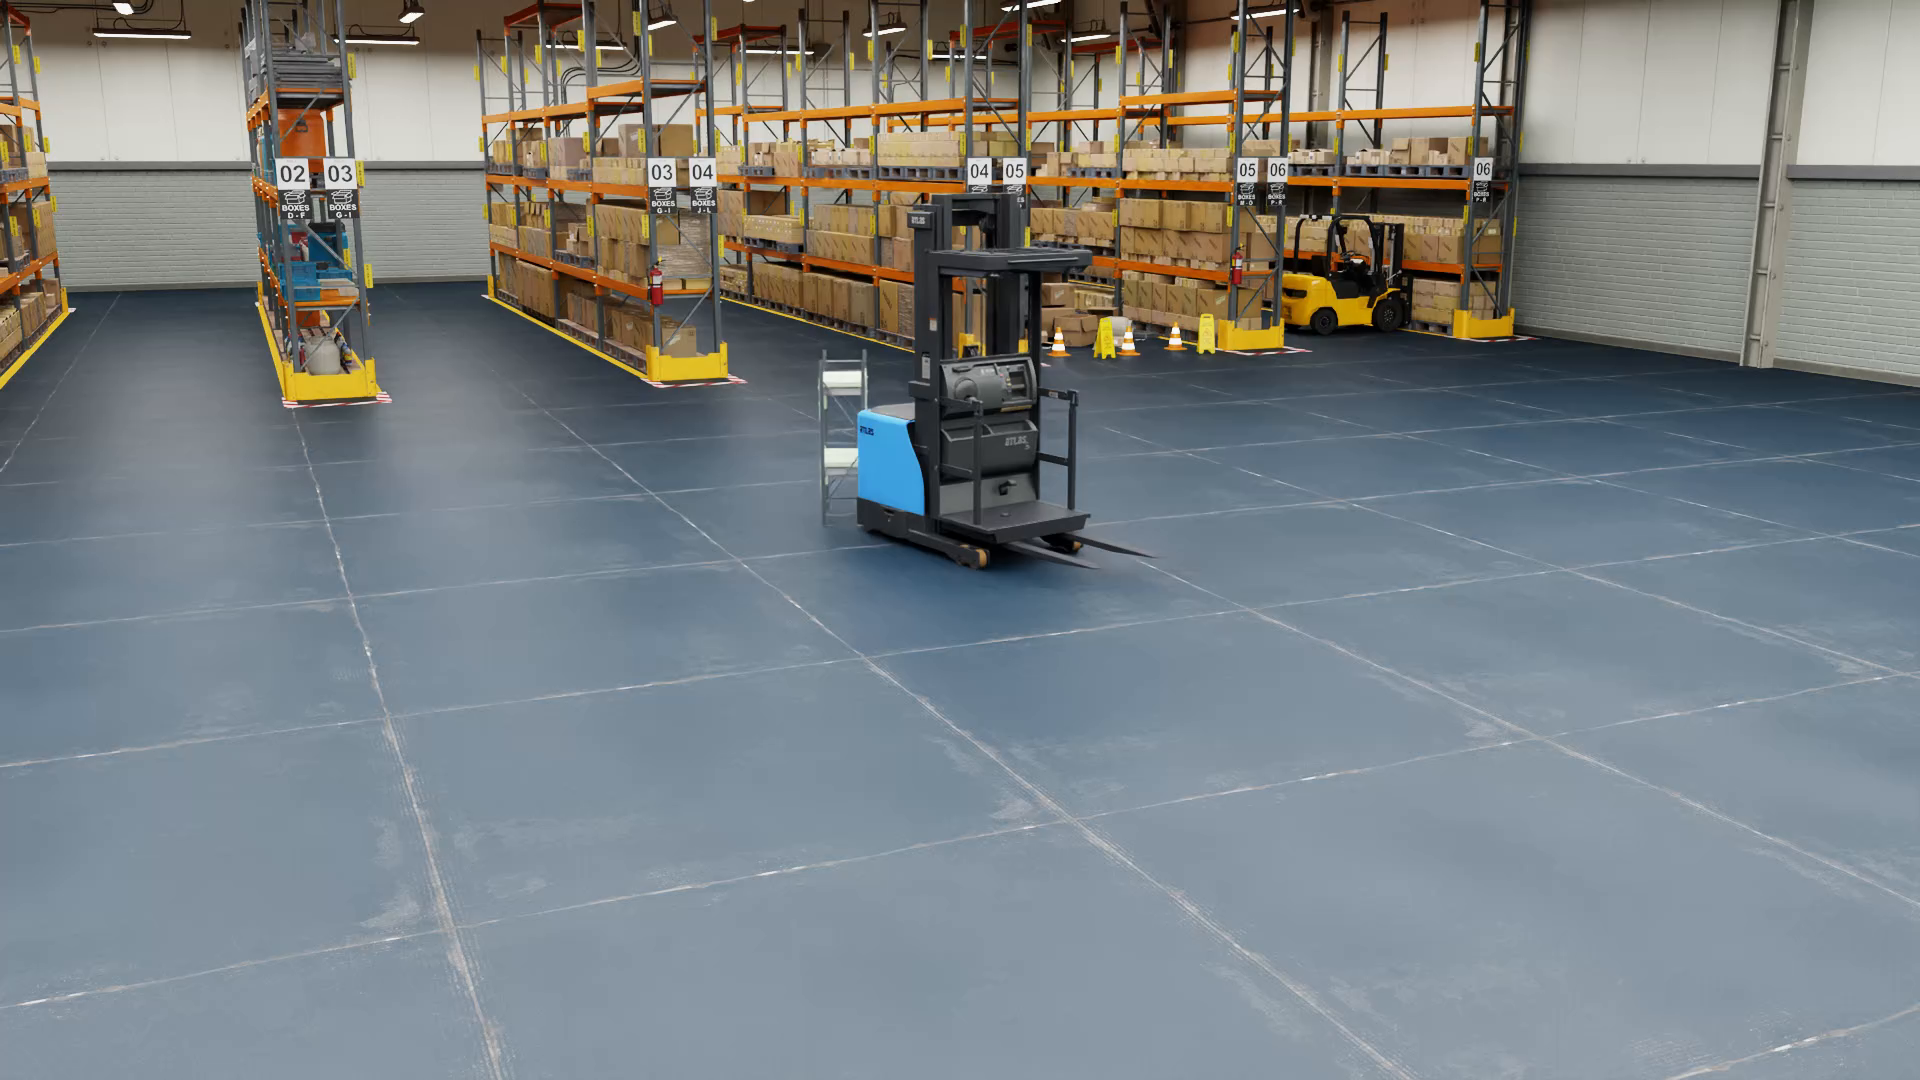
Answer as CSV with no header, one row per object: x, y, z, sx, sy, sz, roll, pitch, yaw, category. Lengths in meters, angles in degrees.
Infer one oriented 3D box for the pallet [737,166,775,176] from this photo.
-4.106,-8.005,36.067,1.213,0.211,1.003,-6,14,-23,pallet

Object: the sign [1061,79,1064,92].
2.687,-11.883,43.508,0.100,0.325,0.005,-6,14,-23,sign

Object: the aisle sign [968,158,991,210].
0.305,-5.517,25.792,0.394,0.787,0.004,-6,14,-23,aisle sign

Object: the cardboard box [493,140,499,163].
-10.070,-8.705,37.302,0.700,0.500,0.500,-6,14,-25,cardboard box

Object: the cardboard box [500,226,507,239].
-9.872,-6.801,36.777,0.500,0.250,0.500,-6,14,-24,cardboard box

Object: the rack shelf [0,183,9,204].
-15.515,-5.322,25.656,1.077,0.370,4.000,-6,14,-23,rack shelf

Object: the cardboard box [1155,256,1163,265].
3.780,-5.106,30.334,0.380,0.149,0.250,-6,14,-23,cardboard box

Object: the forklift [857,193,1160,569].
0.373,-1.316,13.554,1.130,2.935,3.031,-10,16,-36,forklift

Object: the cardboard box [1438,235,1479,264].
9.155,-5.336,30.553,0.500,0.500,0.500,-6,14,-24,cardboard box

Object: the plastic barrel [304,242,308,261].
-10.650,-4.680,27.636,0.433,0.535,0.433,0,13,0,plastic barrel

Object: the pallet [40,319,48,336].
-17.558,-3.928,30.872,1.003,0.211,1.213,-6,14,-23,pallet

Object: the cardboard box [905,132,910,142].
-0.705,-6.731,27.784,0.380,0.149,0.250,-6,14,-23,cardboard box

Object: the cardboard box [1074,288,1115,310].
2.661,-4.911,33.834,0.950,0.372,0.625,-5,14,-21,cardboard box

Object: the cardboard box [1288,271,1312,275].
7.468,-5.352,35.176,0.875,0.625,0.625,-6,14,-24,cardboard box

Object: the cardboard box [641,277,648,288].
-4.584,-3.882,25.048,0.380,0.149,0.250,-6,14,-23,cardboard box

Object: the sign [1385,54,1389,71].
8.509,-9.536,33.193,0.100,0.325,0.005,-6,14,-23,sign

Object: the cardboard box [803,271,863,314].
-2.492,-4.920,33.034,1.050,0.750,0.750,-6,14,-24,cardboard box

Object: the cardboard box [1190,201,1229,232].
4.446,-5.633,28.955,0.700,0.500,0.500,-5,14,-22,cardboard box

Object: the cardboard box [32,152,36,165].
-18.277,-7.413,32.319,0.500,0.250,0.500,-6,14,-23,cardboard box

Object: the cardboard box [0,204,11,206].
-18.768,-6.277,32.401,0.500,0.500,0.500,-6,14,-23,cardboard box

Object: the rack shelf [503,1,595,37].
-8.039,-10.123,32.376,1.077,0.370,4.000,-6,14,-23,rack shelf

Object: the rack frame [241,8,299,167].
-13.379,-8.820,32.522,1.000,3.000,0.127,-6,14,-23,rack frame

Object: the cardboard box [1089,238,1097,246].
2.760,-5.857,32.649,0.380,0.149,0.250,-6,14,-24,cardboard box

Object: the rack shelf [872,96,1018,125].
-0.250,-7.083,27.500,1.077,0.370,4.000,-6,14,-23,rack shelf

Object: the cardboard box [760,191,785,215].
-4.213,-7.568,37.317,0.500,0.500,0.500,-5,14,-22,cardboard box

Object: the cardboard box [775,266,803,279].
-3.569,-5.625,34.971,0.500,0.250,0.500,-5,14,-22,cardboard box

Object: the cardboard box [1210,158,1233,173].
4.595,-6.375,28.284,0.500,0.250,0.500,-6,14,-24,cardboard box

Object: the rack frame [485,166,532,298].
-10.443,-7.171,38.702,1.000,3.000,0.127,-6,14,-23,rack frame

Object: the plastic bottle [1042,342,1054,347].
1.523,-3.408,28.960,0.133,0.061,0.283,-12,18,-42,plastic bottle

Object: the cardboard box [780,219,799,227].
-3.473,-6.484,34.038,0.380,0.149,0.250,-5,14,-21,cardboard box

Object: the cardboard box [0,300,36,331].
-16.648,-3.953,29.363,0.500,0.500,0.500,-6,14,-24,cardboard box

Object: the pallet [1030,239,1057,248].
2.225,-6.182,34.855,1.213,0.211,1.003,-6,14,-23,pallet

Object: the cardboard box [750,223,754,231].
-4.310,-6.769,35.933,0.380,0.149,0.250,-5,14,-22,cardboard box

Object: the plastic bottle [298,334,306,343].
-10.099,-2.977,25.480,0.144,0.351,0.185,-6,14,-23,plastic bottle

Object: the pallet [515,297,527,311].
-9.073,-5.150,36.155,1.003,0.211,1.213,-6,14,-23,pallet

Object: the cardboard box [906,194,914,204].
-1.005,-8.265,40.991,0.500,0.500,0.500,-6,14,-23,cardboard box

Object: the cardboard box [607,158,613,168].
-5.365,-5.963,26.278,0.380,0.149,0.250,-6,14,-24,cardboard box

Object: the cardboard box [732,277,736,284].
-5.047,-5.989,38.326,0.380,0.149,0.250,-5,14,-22,cardboard box

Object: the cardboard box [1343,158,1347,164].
7.831,-7.822,34.264,0.380,0.149,0.250,-6,14,-23,cardboard box

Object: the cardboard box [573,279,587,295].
-6.942,-4.745,31.122,0.500,0.250,0.500,-5,14,-21,cardboard box

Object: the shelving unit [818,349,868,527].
-1.050,-0.937,15.091,0.431,1.500,0.755,0,13,-2,shelving unit

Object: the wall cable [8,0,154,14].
-20.682,-13.640,38.946,3.097,2.526,0.112,-6,14,-23,wall cable

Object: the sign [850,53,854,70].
-2.146,-9.451,32.827,0.100,0.325,0.005,-6,14,-23,sign

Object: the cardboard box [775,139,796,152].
-3.587,-8.153,34.370,0.396,0.266,0.258,-6,14,-23,cardboard box

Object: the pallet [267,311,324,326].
-13.108,-4.376,32.808,1.003,0.211,1.213,-6,14,-23,pallet

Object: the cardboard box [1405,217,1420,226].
8.653,-6.029,31.447,0.380,0.149,0.250,-5,14,-22,cardboard box

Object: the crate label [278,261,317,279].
-9.557,-3.791,24.020,0.502,0.435,0.616,-6,14,-23,crate label

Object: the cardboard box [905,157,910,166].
-0.704,-6.343,27.873,0.380,0.149,0.250,-6,14,-23,cardboard box

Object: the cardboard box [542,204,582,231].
-7.775,-6.343,32.678,0.797,0.503,0.637,-5,14,-22,cardboard box

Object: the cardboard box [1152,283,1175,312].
3.865,-4.454,30.467,0.500,0.500,0.500,-5,14,-20,cardboard box

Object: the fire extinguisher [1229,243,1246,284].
4.670,-4.658,28.014,0.296,0.674,0.183,-6,14,-23,fire extinguisher
